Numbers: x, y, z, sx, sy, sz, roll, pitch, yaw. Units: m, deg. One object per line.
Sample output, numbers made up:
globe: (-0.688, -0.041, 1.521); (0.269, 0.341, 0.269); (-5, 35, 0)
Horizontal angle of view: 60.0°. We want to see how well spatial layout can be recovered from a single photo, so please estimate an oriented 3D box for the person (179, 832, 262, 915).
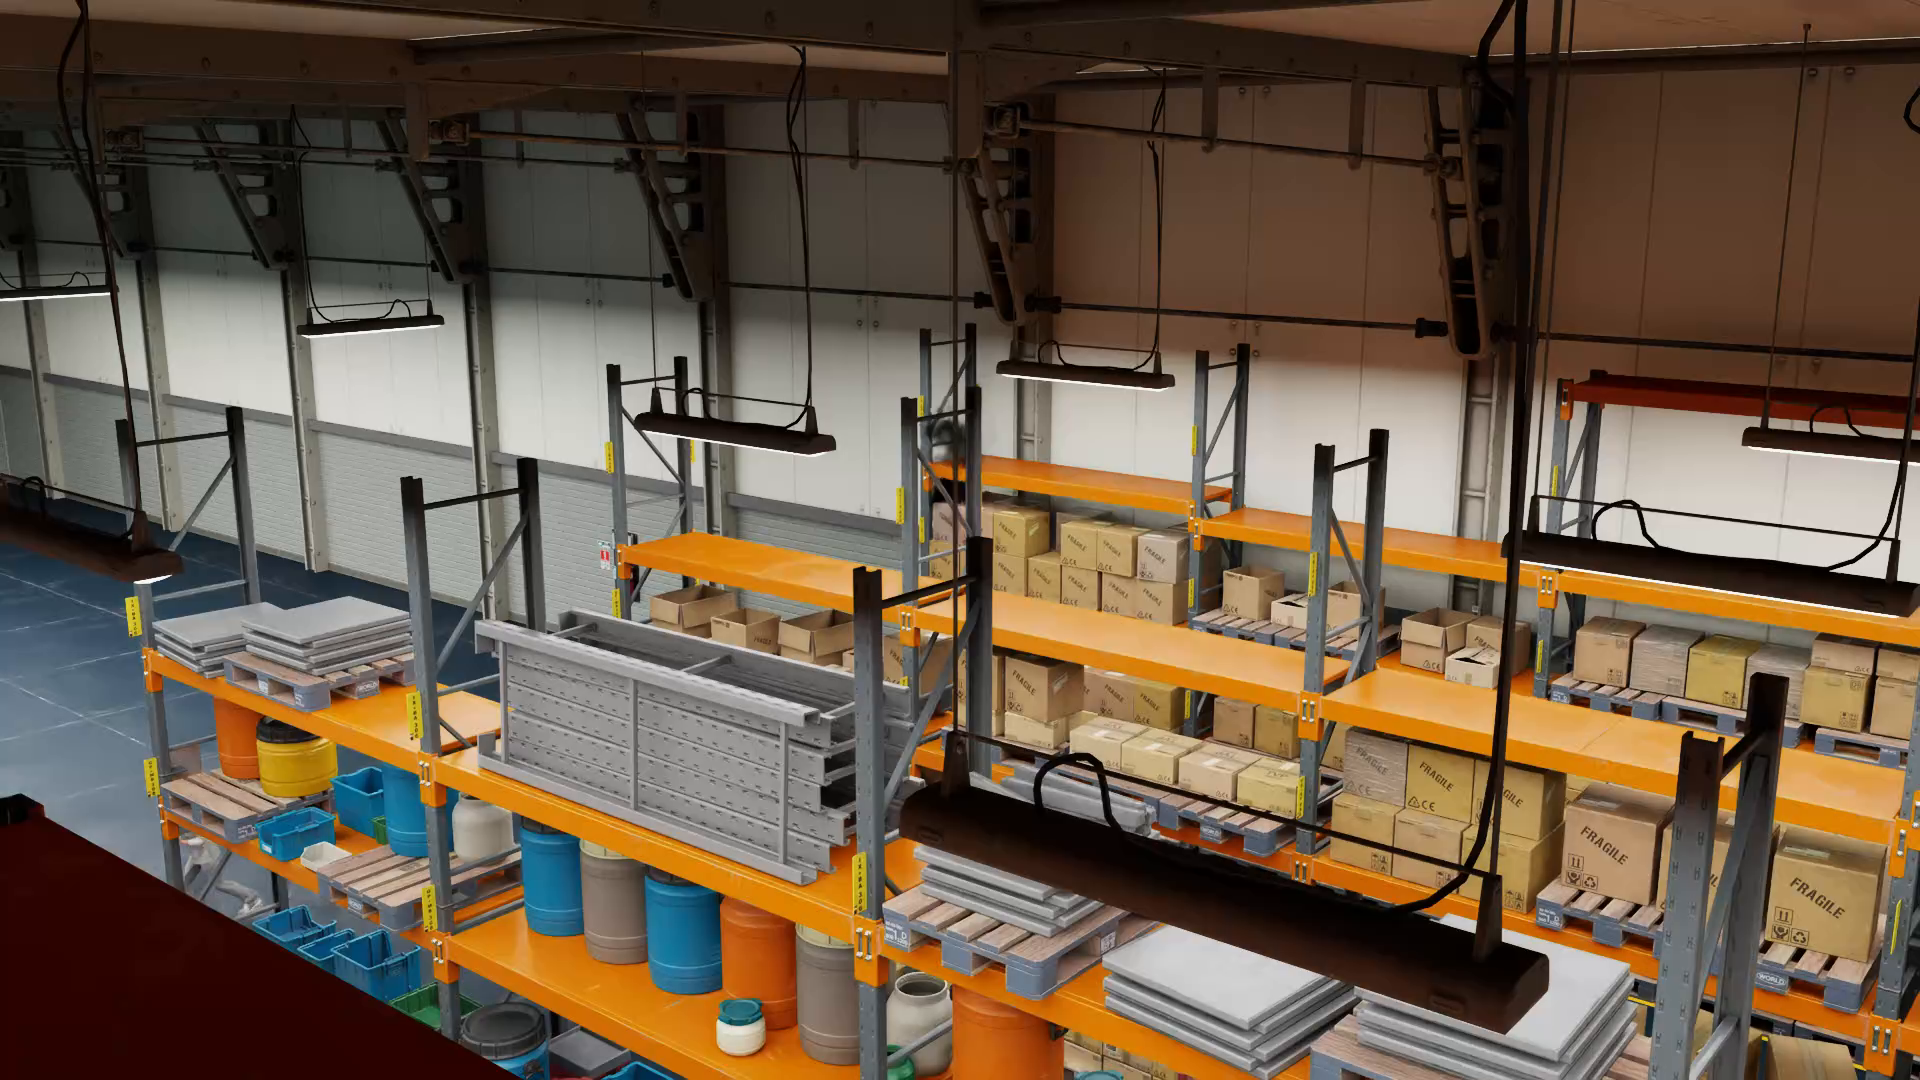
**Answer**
person: (-7.960, 3.395, 17.661); (0.915, 1.630, 0.506); (-8, 15, -30)
